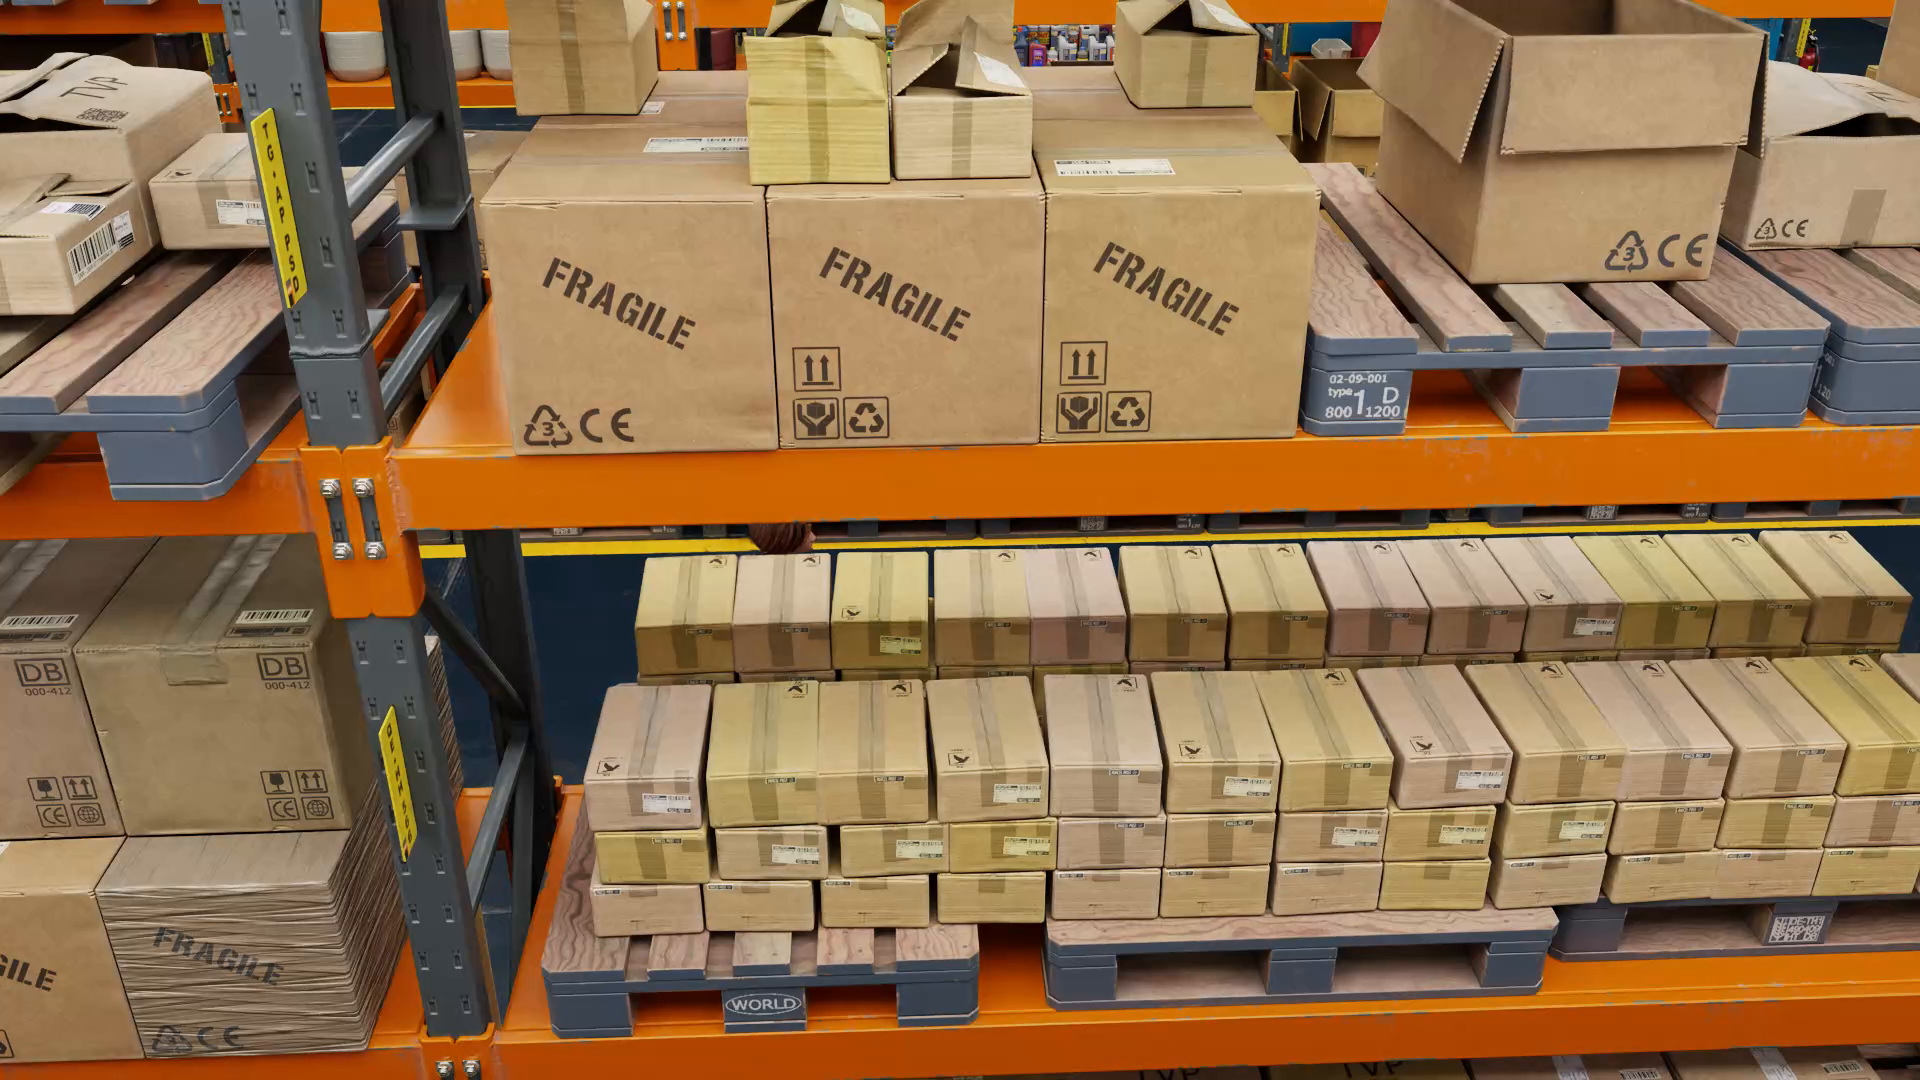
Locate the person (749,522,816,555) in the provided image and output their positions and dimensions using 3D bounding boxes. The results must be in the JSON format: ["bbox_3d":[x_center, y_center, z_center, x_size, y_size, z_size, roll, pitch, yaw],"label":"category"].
[{"bbox_3d":[-0.715,0.560,6.080,0.507,1.588,0.451,11,30,20],"label":"person"}]
